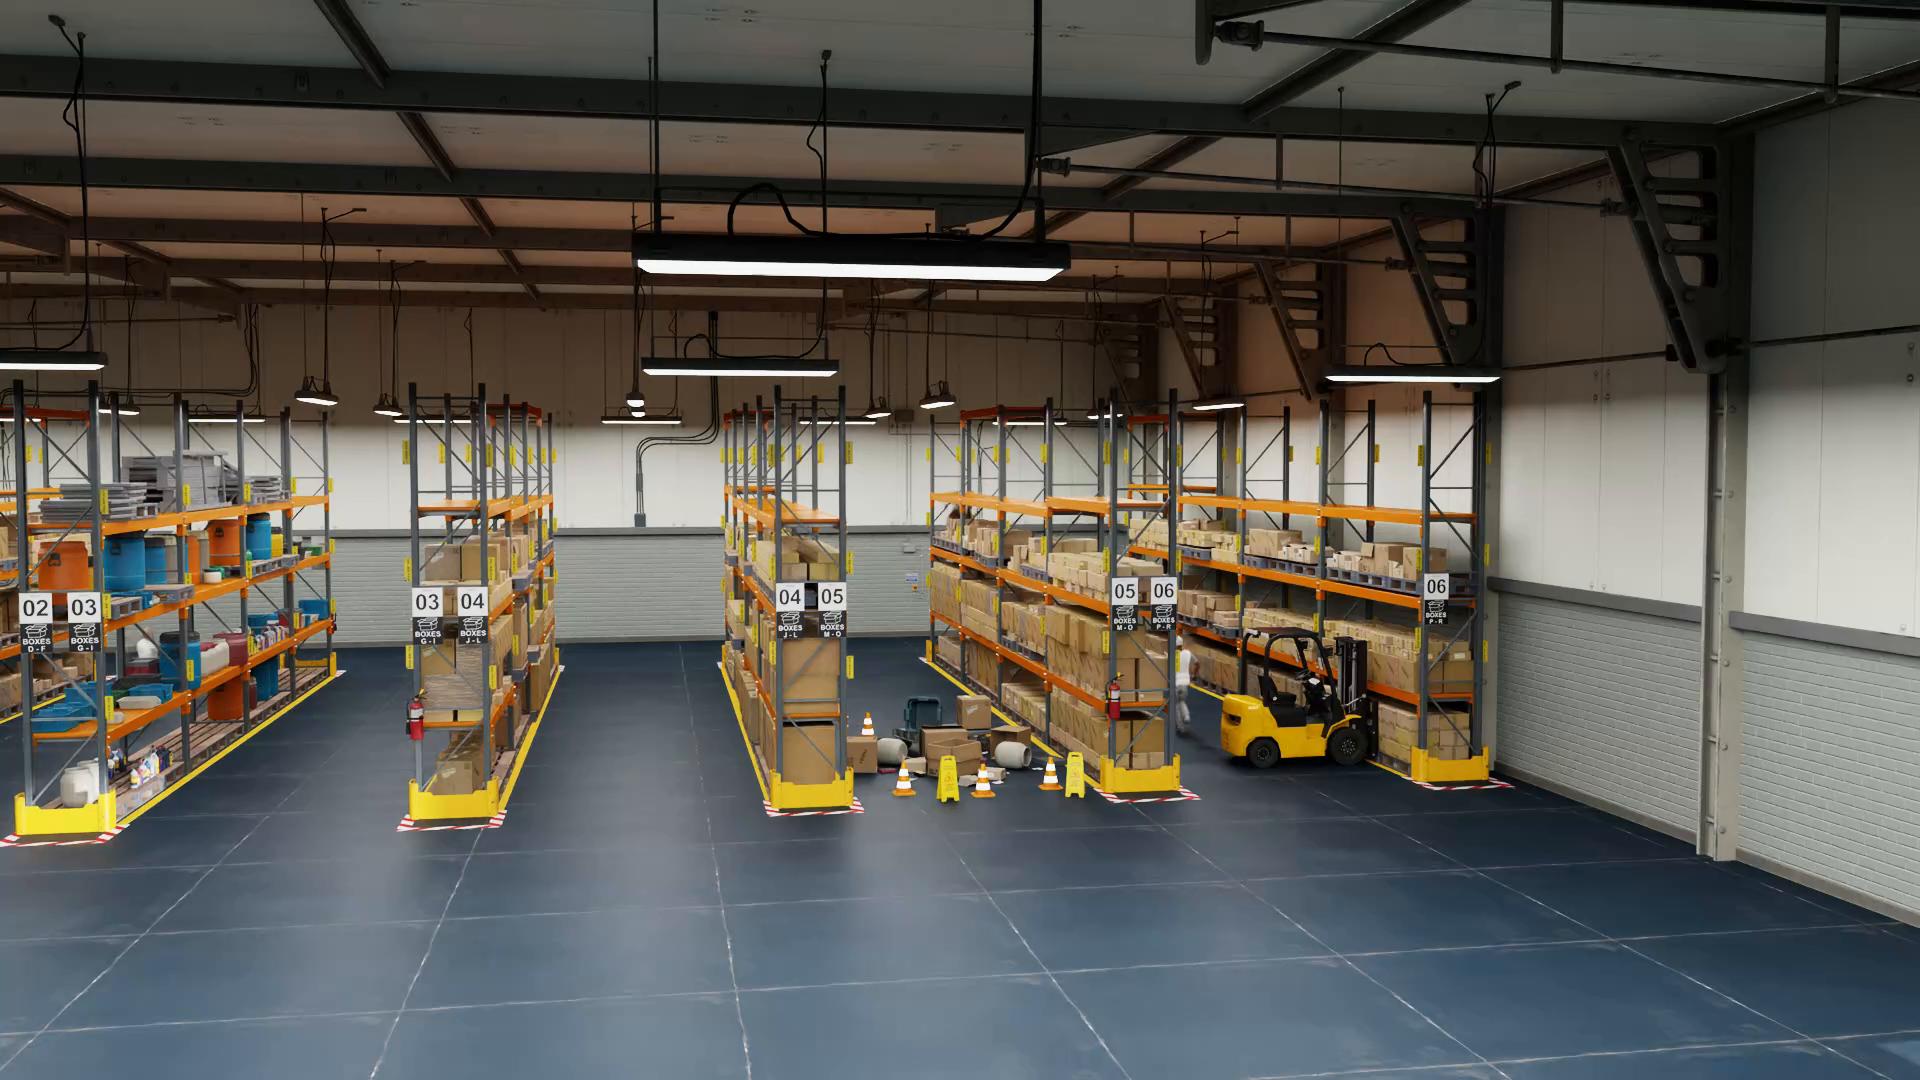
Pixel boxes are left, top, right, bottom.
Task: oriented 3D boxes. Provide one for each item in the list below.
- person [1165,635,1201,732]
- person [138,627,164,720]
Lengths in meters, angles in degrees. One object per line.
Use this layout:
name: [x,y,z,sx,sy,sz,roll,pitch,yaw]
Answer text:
person: [3.969,2.604,30.223,0.709,1.744,0.574,-1,3,-12]
person: [-15.345,2.519,31.312,0.533,1.765,0.779,1,3,19]
